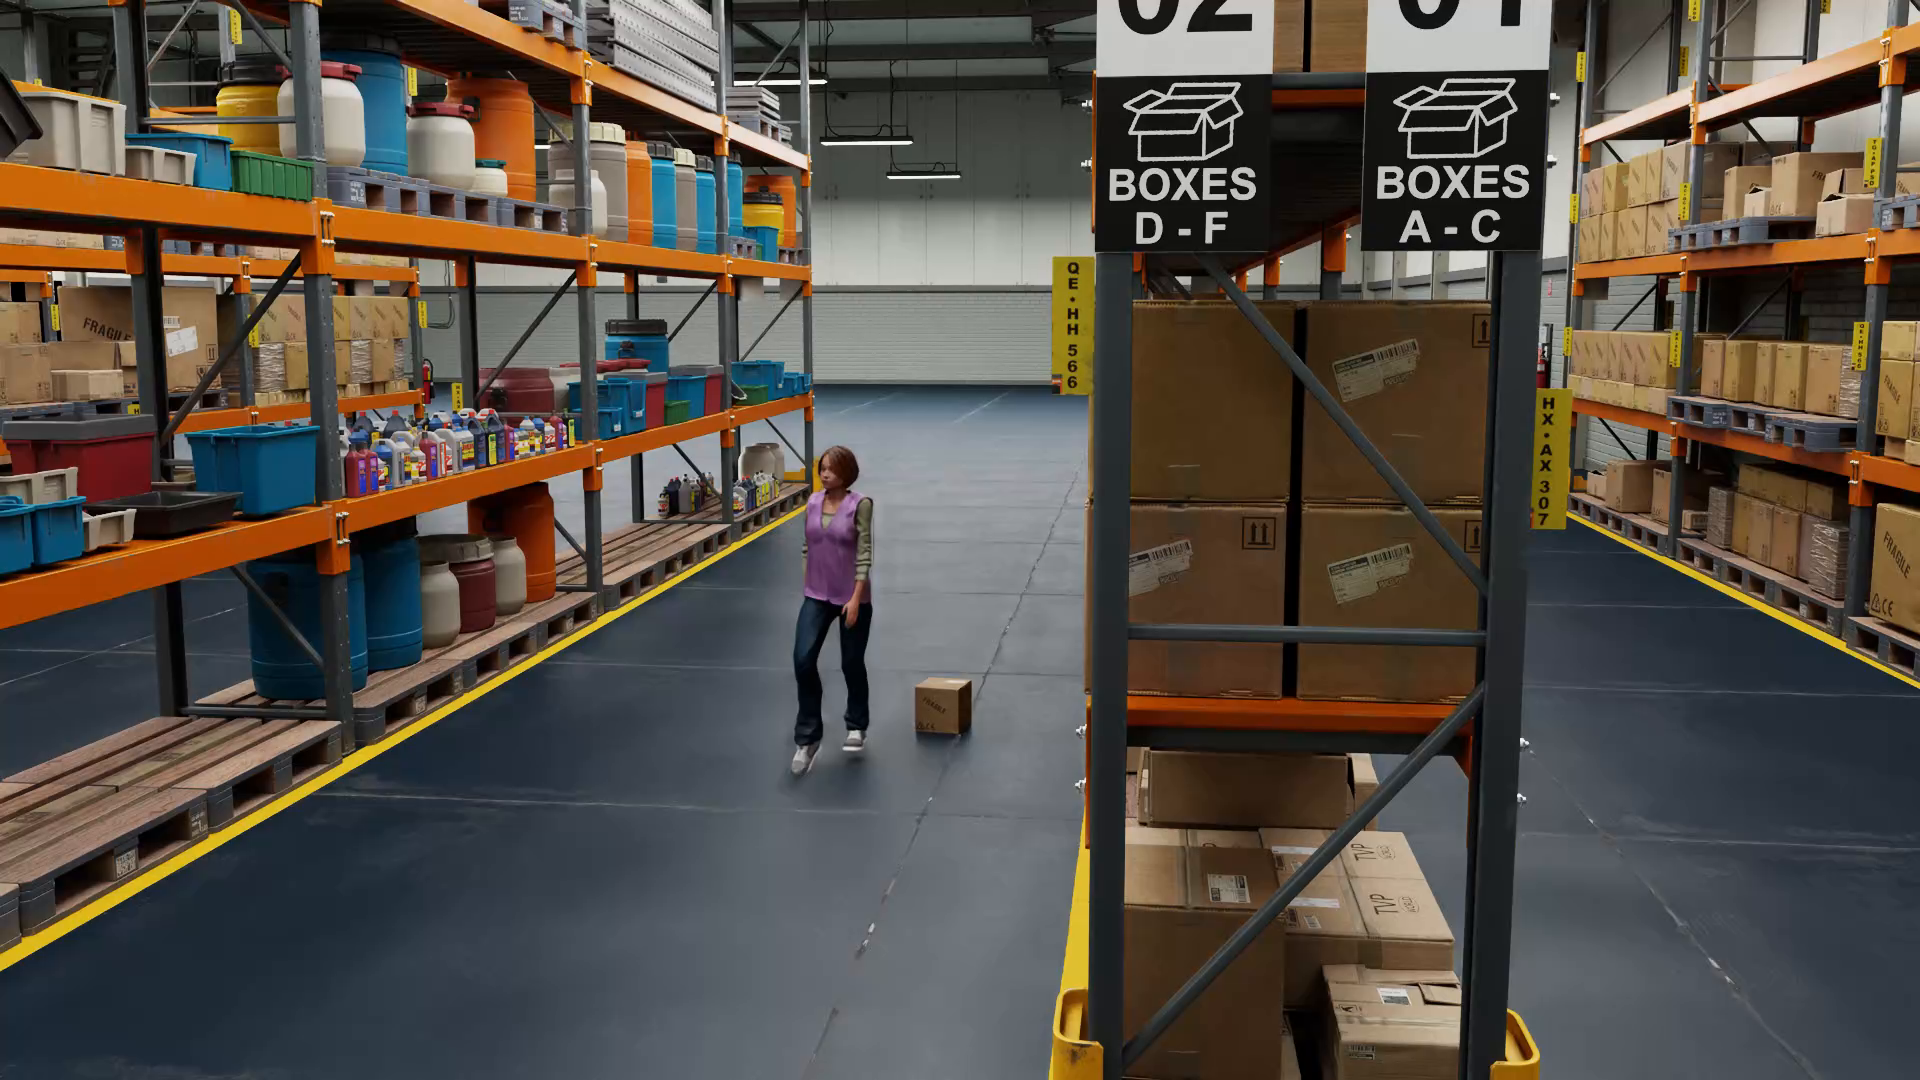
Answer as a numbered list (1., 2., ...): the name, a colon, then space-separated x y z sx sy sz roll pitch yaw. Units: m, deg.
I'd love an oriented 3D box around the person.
1. person: -0.634 0.347 8.393 0.424 1.637 0.584 2 8 17
